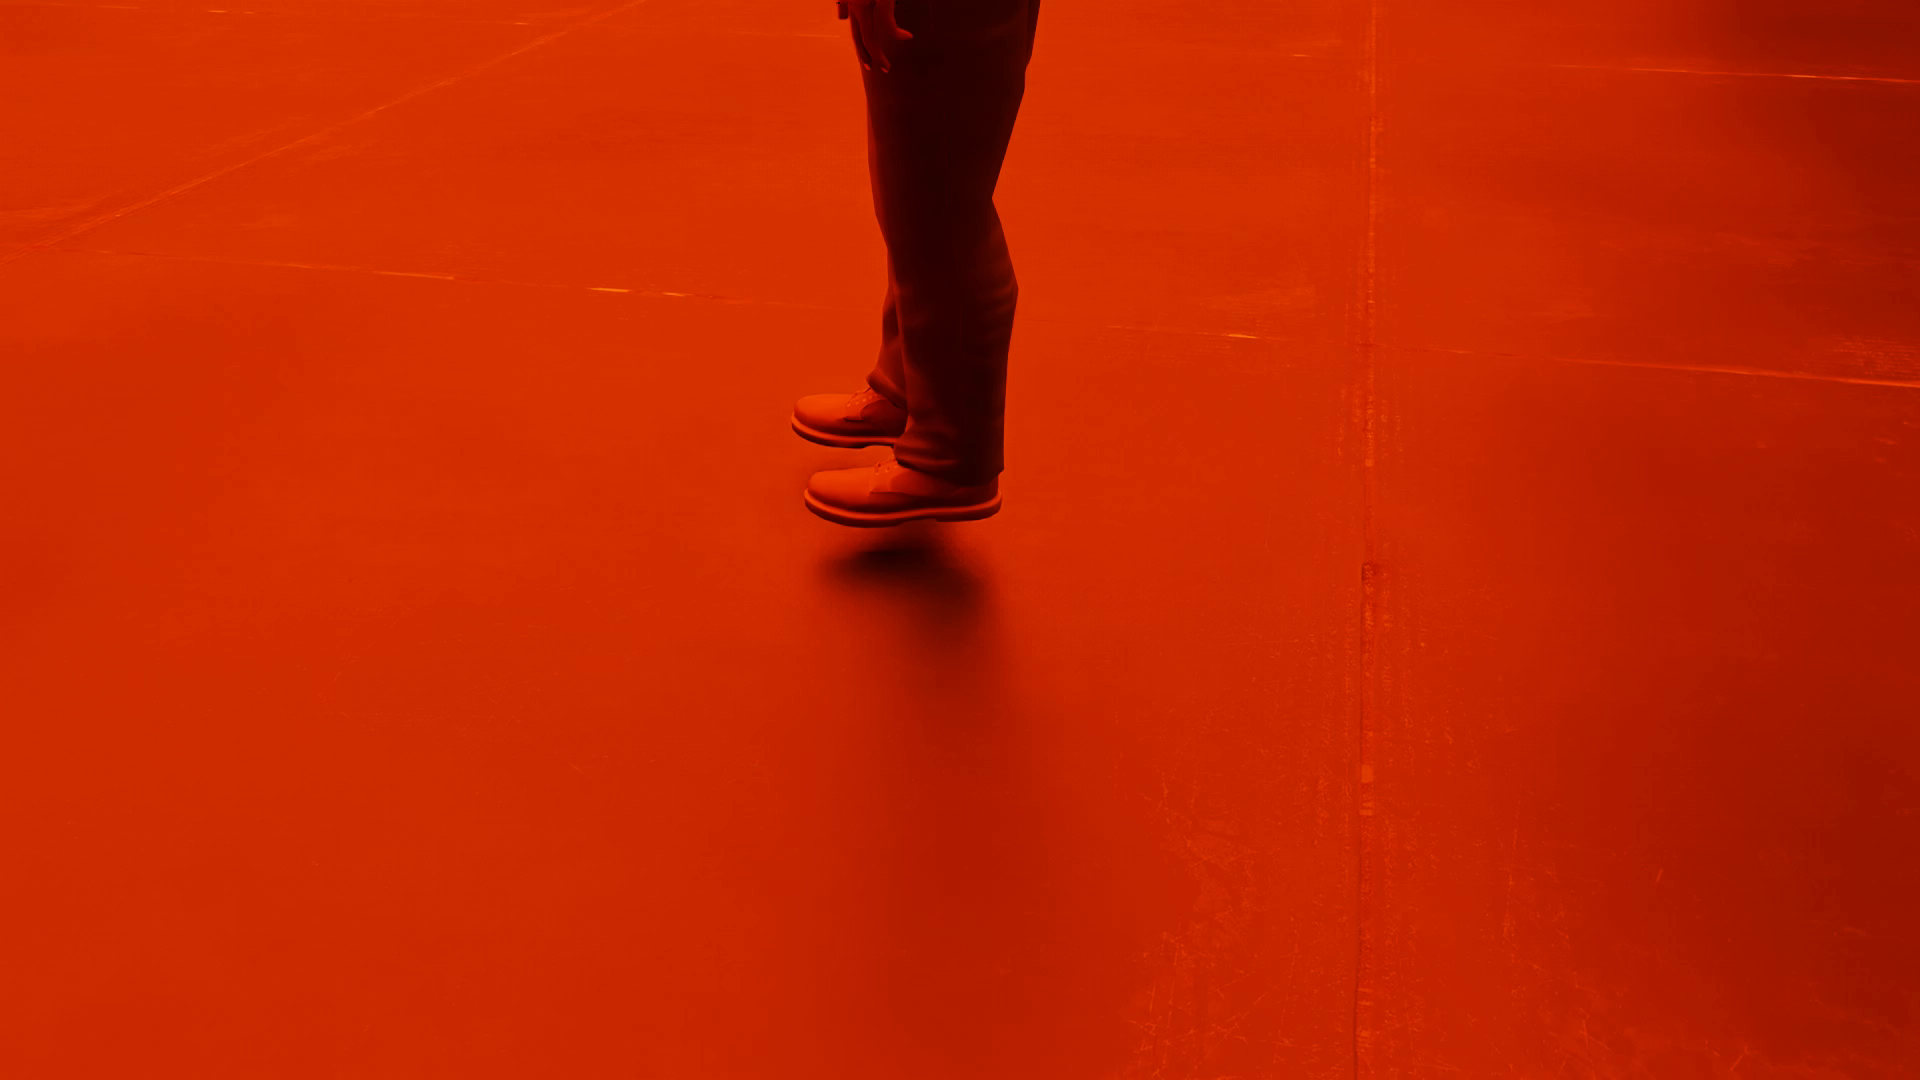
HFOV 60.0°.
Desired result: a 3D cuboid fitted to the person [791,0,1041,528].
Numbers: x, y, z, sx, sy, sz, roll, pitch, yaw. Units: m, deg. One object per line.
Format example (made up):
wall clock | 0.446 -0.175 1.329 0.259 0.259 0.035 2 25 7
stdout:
person | -0.081 -0.798 2.140 0.503 1.655 0.570 6 27 11
